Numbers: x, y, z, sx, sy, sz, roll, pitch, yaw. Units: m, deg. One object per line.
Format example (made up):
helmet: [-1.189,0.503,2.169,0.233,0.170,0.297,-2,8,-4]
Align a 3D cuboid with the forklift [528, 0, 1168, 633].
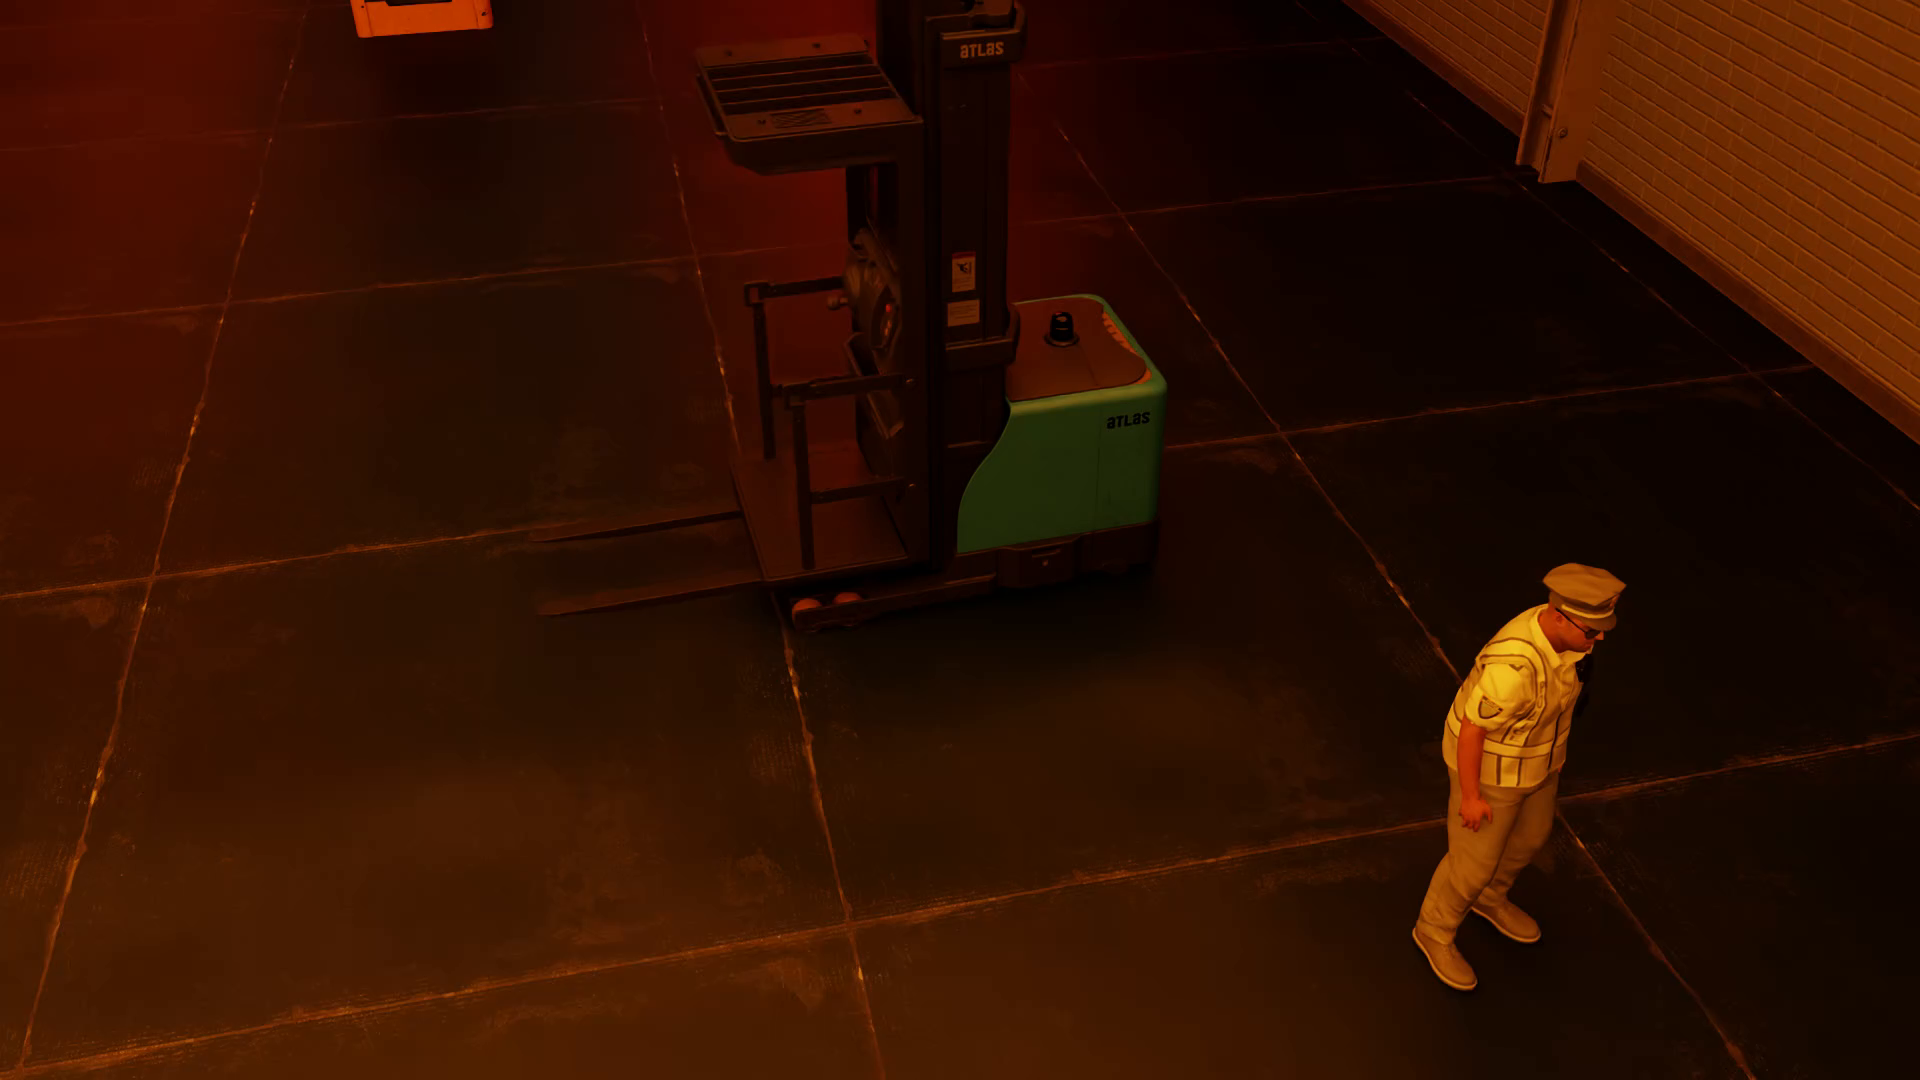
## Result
forklift: [-0.587,-1.088,7.562,3.031,2.935,1.130,-9,37,-13]

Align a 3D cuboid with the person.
person: [1.968,0.798,5.955,0.585,1.747,0.439,-24,42,-30]
